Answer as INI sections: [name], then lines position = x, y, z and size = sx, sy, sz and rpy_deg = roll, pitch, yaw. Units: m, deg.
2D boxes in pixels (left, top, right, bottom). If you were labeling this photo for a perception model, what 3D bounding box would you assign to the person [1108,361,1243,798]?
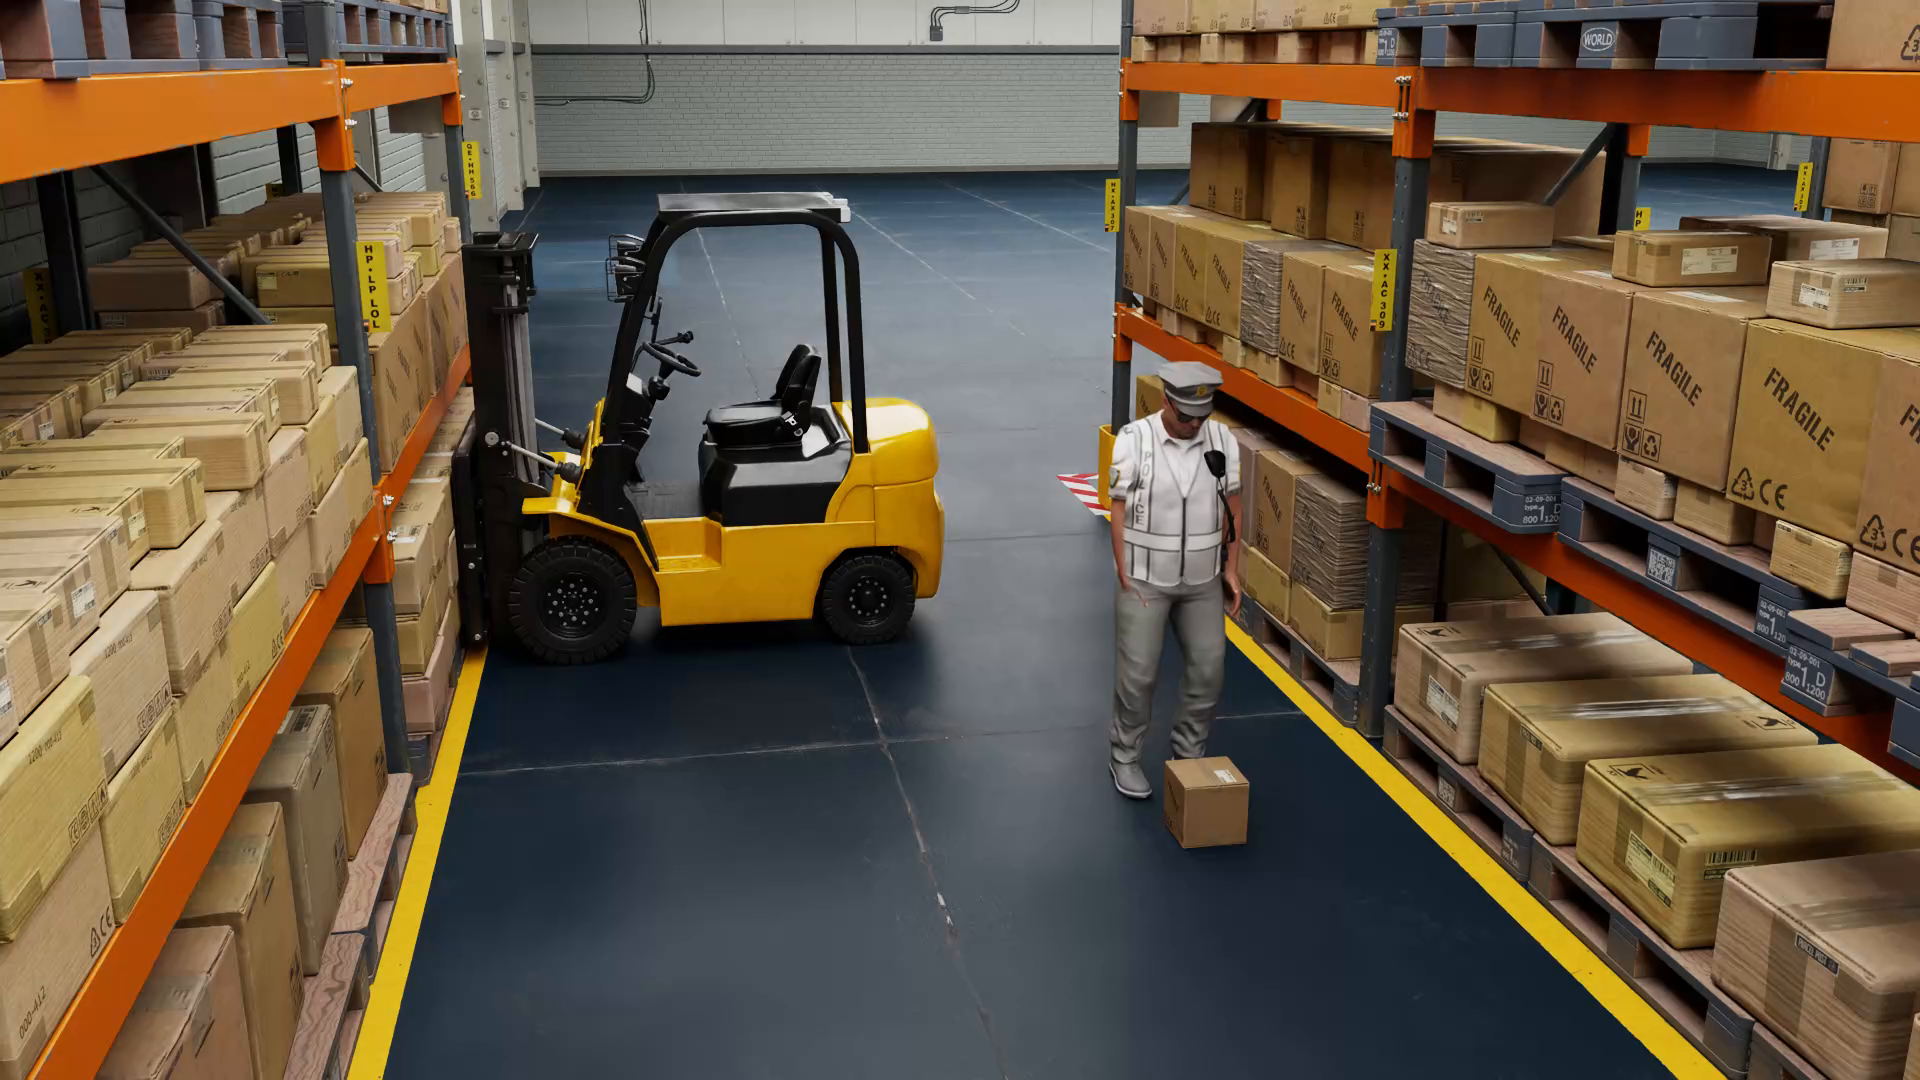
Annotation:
[person]
position = 0.848, 0.151, 6.570
size = 0.541, 1.729, 0.408
rpy_deg = -3, 17, -10
